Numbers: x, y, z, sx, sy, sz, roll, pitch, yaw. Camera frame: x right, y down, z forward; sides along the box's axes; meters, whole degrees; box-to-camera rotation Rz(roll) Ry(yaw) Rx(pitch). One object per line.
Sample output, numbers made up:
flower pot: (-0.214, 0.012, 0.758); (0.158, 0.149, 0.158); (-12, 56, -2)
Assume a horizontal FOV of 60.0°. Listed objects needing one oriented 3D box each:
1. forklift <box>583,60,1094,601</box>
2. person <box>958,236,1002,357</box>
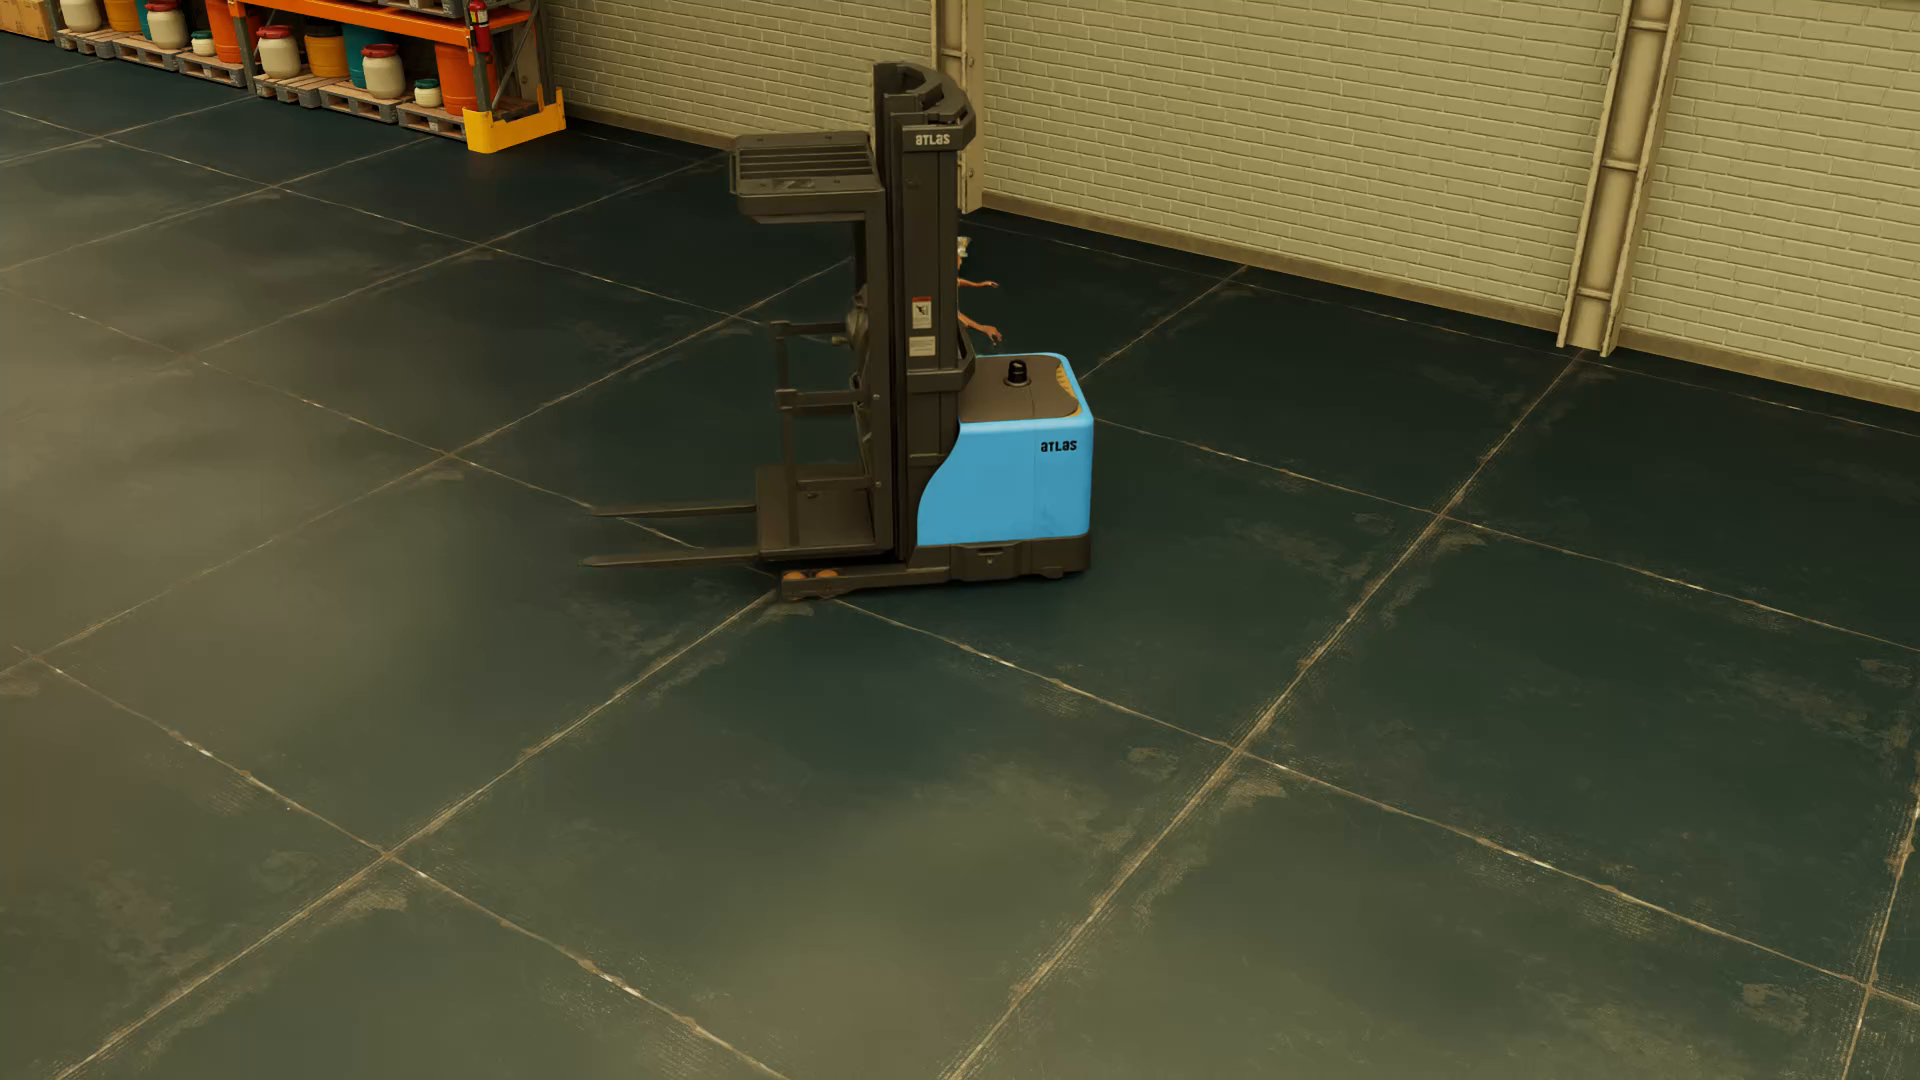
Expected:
forklift: (-0.765, -1.190, 9.630); (3.031, 2.935, 1.130); (-4, 30, -6)
person: (0.001, -1.385, 11.448); (0.909, 1.425, 0.907); (-24, 38, -35)
